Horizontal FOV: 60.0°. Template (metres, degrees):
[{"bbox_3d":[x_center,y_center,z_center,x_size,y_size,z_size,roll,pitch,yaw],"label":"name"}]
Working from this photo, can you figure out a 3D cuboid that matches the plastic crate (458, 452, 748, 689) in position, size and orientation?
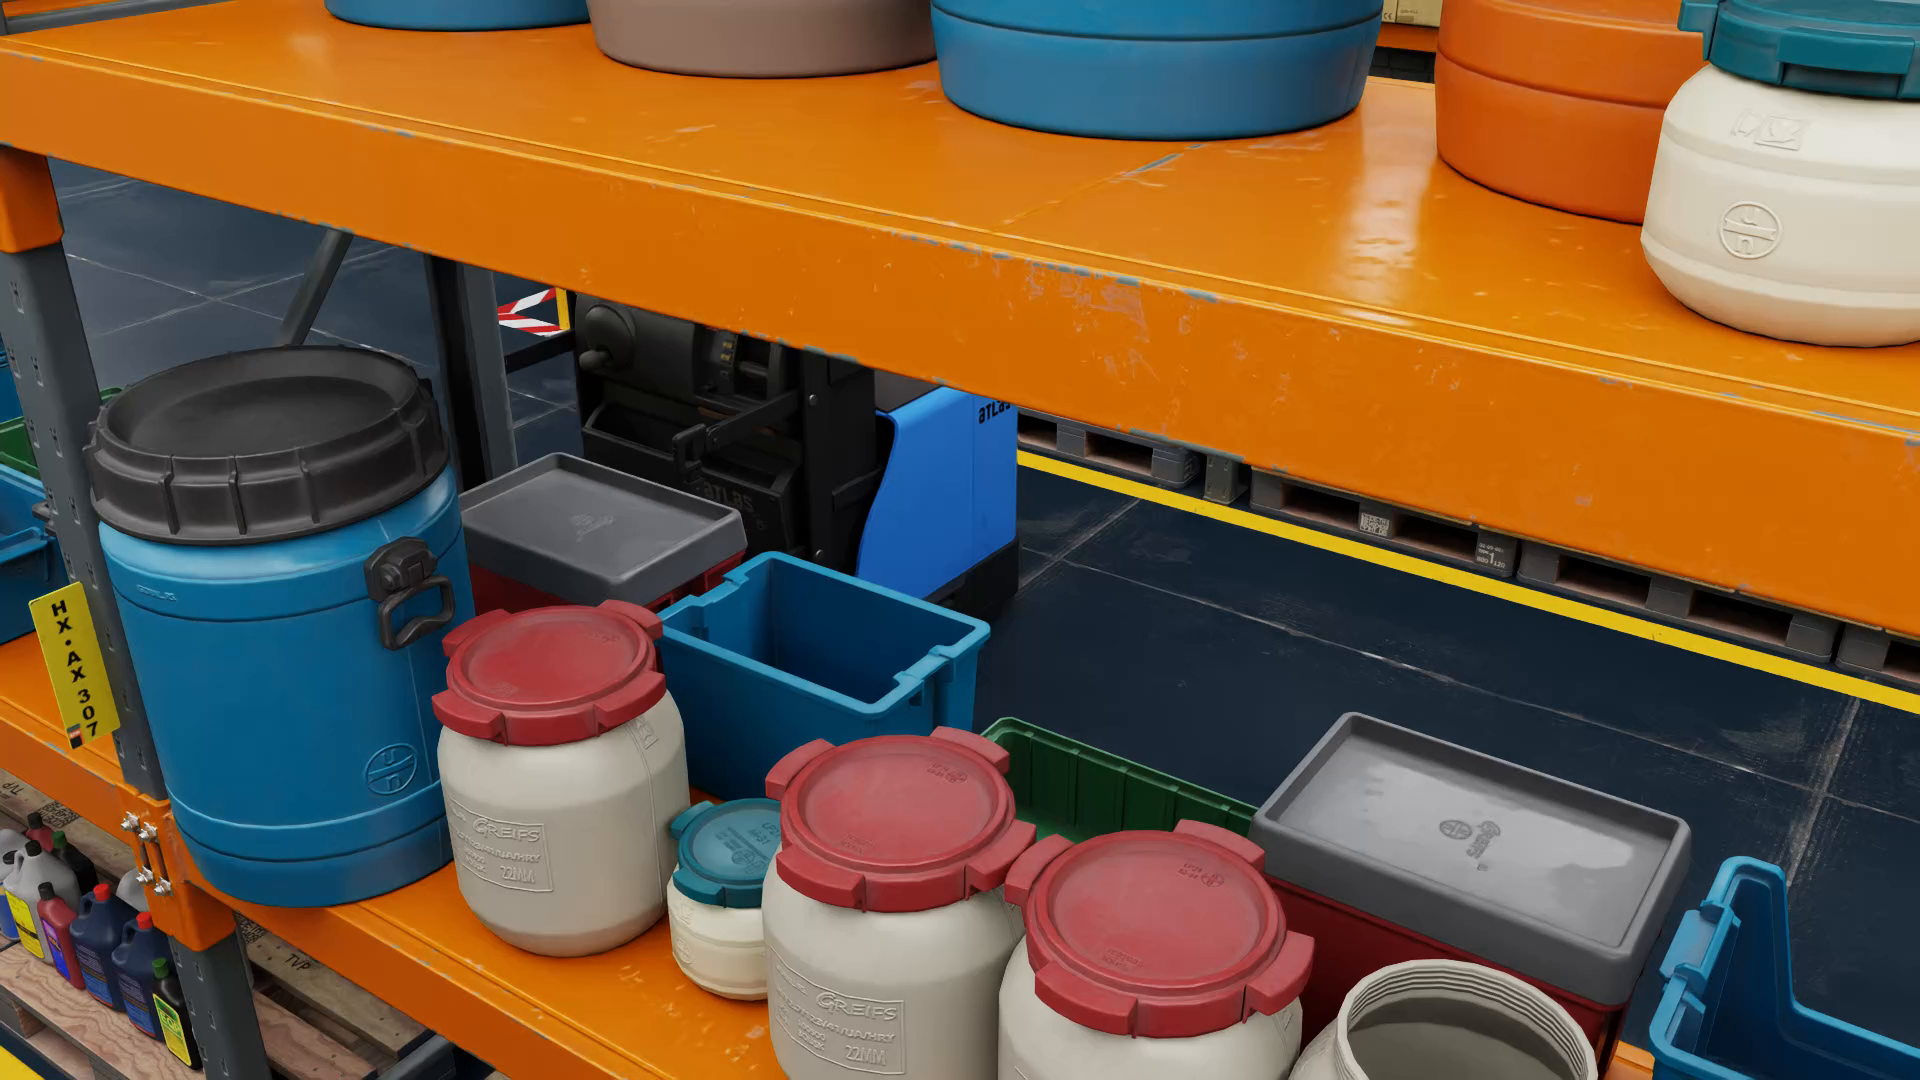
[{"bbox_3d":[-0.789,0.143,3.591,0.583,0.464,0.402,17,32,30],"label":"plastic crate"}]

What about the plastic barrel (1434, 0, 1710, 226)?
[{"bbox_3d":[0.843,-0.799,1.733,0.708,0.830,0.600,17,32,30],"label":"plastic barrel"}]

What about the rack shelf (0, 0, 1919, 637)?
[{"bbox_3d":[0.287,-0.341,2.099,4.000,0.370,1.077,17,32,30],"label":"rack shelf"}]

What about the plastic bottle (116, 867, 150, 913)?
[{"bbox_3d":[-2.150,1.011,4.475,0.135,0.276,0.152,17,32,30],"label":"plastic bottle"}]

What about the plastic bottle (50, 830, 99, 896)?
[{"bbox_3d":[-2.443,0.941,4.603,0.133,0.283,0.061,17,32,30],"label":"plastic bottle"}]

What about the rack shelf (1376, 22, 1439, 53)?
[{"bbox_3d":[2.599,-3.735,12.076,4.000,0.370,1.077,17,32,30],"label":"rack shelf"}]

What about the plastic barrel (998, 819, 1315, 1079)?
[{"bbox_3d":[0.265,0.728,2.362,0.433,0.535,0.433,0,27,0],"label":"plastic barrel"}]

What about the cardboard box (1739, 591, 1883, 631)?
[{"bbox_3d":[3.332,0.071,6.372,0.500,0.250,0.500,18,32,31],"label":"cardboard box"}]

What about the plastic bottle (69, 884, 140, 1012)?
[{"bbox_3d":[-2.213,1.039,4.336,0.185,0.351,0.144,16,31,28],"label":"plastic bottle"}]

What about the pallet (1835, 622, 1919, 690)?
[{"bbox_3d":[4.087,0.355,6.320,1.213,0.211,1.003,17,32,30],"label":"pallet"}]

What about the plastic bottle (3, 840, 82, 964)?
[{"bbox_3d":[-2.480,0.956,4.499,0.185,0.351,0.144,17,32,30],"label":"plastic bottle"}]

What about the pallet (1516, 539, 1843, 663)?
[{"bbox_3d":[3.086,0.041,6.937,1.213,0.211,1.003,17,32,30],"label":"pallet"}]

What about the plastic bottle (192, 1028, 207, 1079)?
[{"bbox_3d":[-1.837,1.236,4.114,0.097,0.201,0.097,0,27,0],"label":"plastic bottle"}]

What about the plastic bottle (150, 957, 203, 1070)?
[{"bbox_3d":[-1.944,1.176,4.142,0.133,0.283,0.061,19,33,33],"label":"plastic bottle"}]

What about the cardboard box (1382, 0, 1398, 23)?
[{"bbox_3d":[2.857,-3.747,11.449,0.500,0.250,0.500,17,32,30],"label":"cardboard box"}]

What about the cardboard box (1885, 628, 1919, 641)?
[{"bbox_3d":[3.745,0.201,6.116,0.500,0.250,0.500,17,31,30],"label":"cardboard box"}]

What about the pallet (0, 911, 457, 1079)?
[{"bbox_3d":[-1.891,1.216,4.627,1.213,0.211,1.003,17,32,30],"label":"pallet"}]

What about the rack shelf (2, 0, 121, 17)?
[{"bbox_3d":[-3.010,-1.368,4.117,4.000,0.370,1.077,17,32,30],"label":"rack shelf"}]

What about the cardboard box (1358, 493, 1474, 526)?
[{"bbox_3d":[2.059,-0.323,7.146,0.500,0.250,0.500,18,32,32],"label":"cardboard box"}]

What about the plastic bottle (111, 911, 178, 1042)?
[{"bbox_3d":[-2.055,1.088,4.240,0.185,0.351,0.144,16,31,29],"label":"plastic bottle"}]

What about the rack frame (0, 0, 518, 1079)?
[{"bbox_3d":[-1.361,0.162,3.625,0.127,3.000,1.000,17,32,30],"label":"rack frame"}]

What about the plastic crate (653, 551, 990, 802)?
[{"bbox_3d":[-0.276,0.336,3.301,0.575,0.384,0.392,17,32,30],"label":"plastic crate"}]

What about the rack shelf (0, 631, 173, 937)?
[{"bbox_3d":[-3.010,-0.031,4.798,4.000,0.370,1.077,17,32,30],"label":"rack shelf"}]

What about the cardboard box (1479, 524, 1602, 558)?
[{"bbox_3d":[2.488,-0.191,6.887,0.500,0.250,0.500,16,31,29],"label":"cardboard box"}]

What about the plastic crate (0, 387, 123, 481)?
[{"bbox_3d":[-2.320,-0.198,4.566,0.662,0.188,0.450,17,32,30],"label":"plastic crate"}]

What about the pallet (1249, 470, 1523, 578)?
[{"bbox_3d":[2.076,-0.272,7.552,1.213,0.211,1.003,17,32,30],"label":"pallet"}]

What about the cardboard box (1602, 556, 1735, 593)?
[{"bbox_3d":[2.907,-0.060,6.630,0.500,0.250,0.500,18,32,31],"label":"cardboard box"}]

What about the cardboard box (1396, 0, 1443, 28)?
[{"bbox_3d":[3.280,-3.624,11.207,0.500,0.250,0.500,17,32,31],"label":"cardboard box"}]

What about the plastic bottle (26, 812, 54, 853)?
[{"bbox_3d":[-2.551,0.903,4.678,0.133,0.283,0.061,17,32,30],"label":"plastic bottle"}]

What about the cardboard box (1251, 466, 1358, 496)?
[{"bbox_3d":[1.639,-0.455,7.405,0.500,0.250,0.500,16,31,29],"label":"cardboard box"}]

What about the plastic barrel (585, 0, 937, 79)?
[{"bbox_3d":[-0.280,-1.181,2.404,0.600,0.901,0.600,0,27,0],"label":"plastic barrel"}]

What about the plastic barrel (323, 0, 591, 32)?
[{"bbox_3d":[-0.819,-1.349,2.734,0.708,0.901,0.600,17,32,30],"label":"plastic barrel"}]

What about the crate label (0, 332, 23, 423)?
[{"bbox_3d":[-2.988,-0.510,4.906,0.616,0.435,0.502,17,32,30],"label":"crate label"}]

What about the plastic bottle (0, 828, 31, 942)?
[{"bbox_3d":[-2.611,0.946,4.601,0.135,0.276,0.152,18,32,31],"label":"plastic bottle"}]

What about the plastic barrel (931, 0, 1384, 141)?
[{"bbox_3d":[0.259,-1.013,2.074,0.708,0.901,0.600,17,32,30],"label":"plastic barrel"}]

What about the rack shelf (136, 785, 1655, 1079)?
[{"bbox_3d":[0.287,0.996,2.779,4.000,0.370,1.077,17,32,30],"label":"rack shelf"}]

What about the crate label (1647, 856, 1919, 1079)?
[{"bbox_3d":[1.270,0.817,2.299,0.616,0.435,0.502,17,32,30],"label":"crate label"}]

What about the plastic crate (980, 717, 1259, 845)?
[{"bbox_3d":[0.234,0.598,3.002,0.662,0.188,0.450,17,32,30],"label":"plastic crate"}]

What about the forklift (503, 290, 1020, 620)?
[{"bbox_3d":[-1.039,-0.645,5.286,1.130,2.935,3.031,18,32,32],"label":"forklift"}]

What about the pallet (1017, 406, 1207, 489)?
[{"bbox_3d":[0.815,-0.667,8.327,1.213,0.211,1.003,17,32,30],"label":"pallet"}]

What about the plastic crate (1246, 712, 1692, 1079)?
[{"bbox_3d":[0.777,0.631,2.633,0.583,0.464,0.402,17,32,30],"label":"plastic crate"}]

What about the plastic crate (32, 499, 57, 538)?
[{"bbox_3d":[-1.721,0.007,3.997,0.504,0.338,0.767,17,32,30],"label":"plastic crate"}]

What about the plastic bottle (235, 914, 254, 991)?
[{"bbox_3d":[-1.974,1.035,4.345,0.185,0.351,0.144,17,32,30],"label":"plastic bottle"}]

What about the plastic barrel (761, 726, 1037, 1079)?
[{"bbox_3d":[-0.092,0.617,2.580,0.433,0.535,0.433,0,27,0],"label":"plastic barrel"}]

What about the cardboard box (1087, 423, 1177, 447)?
[{"bbox_3d":[0.940,-0.688,7.864,0.500,0.250,0.500,17,32,30],"label":"cardboard box"}]

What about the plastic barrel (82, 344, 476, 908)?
[{"bbox_3d":[-1.214,0.151,3.094,0.708,0.901,0.600,17,32,30],"label":"plastic barrel"}]

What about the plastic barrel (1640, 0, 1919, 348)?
[{"bbox_3d":[0.756,-0.326,1.428,0.301,0.262,0.301,0,27,0],"label":"plastic barrel"}]

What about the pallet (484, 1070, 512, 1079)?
[{"bbox_3d":[-0.692,1.591,3.890,1.213,0.211,1.003,17,32,30],"label":"pallet"}]

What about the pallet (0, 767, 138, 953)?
[{"bbox_3d":[-2.901,0.903,5.242,1.213,0.211,1.003,17,32,30],"label":"pallet"}]

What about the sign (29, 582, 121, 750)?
[{"bbox_3d":[-1.682,0.241,3.164,0.005,0.325,0.100,17,32,30],"label":"sign"}]

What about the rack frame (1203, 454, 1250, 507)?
[{"bbox_3d":[1.446,-1.689,7.262,0.127,3.000,1.000,17,32,30],"label":"rack frame"}]

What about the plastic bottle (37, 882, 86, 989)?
[{"bbox_3d":[-2.371,1.043,4.403,0.133,0.283,0.061,20,33,34],"label":"plastic bottle"}]

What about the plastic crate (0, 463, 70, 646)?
[{"bbox_3d":[-2.427,0.045,4.018,0.616,0.251,0.499,17,32,30],"label":"plastic crate"}]

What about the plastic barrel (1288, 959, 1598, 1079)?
[{"bbox_3d":[0.620,0.846,2.156,0.421,0.512,0.421,0,27,0],"label":"plastic barrel"}]

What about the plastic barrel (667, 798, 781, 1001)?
[{"bbox_3d":[-0.357,0.620,2.876,0.301,0.262,0.301,0,27,0],"label":"plastic barrel"}]

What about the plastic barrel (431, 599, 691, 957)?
[{"bbox_3d":[-0.697,0.429,2.951,0.433,0.535,0.433,0,27,0],"label":"plastic barrel"}]

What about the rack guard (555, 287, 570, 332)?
[{"bbox_3d":[-1.871,-1.609,9.860,0.348,0.500,1.175,17,32,30],"label":"rack guard"}]
